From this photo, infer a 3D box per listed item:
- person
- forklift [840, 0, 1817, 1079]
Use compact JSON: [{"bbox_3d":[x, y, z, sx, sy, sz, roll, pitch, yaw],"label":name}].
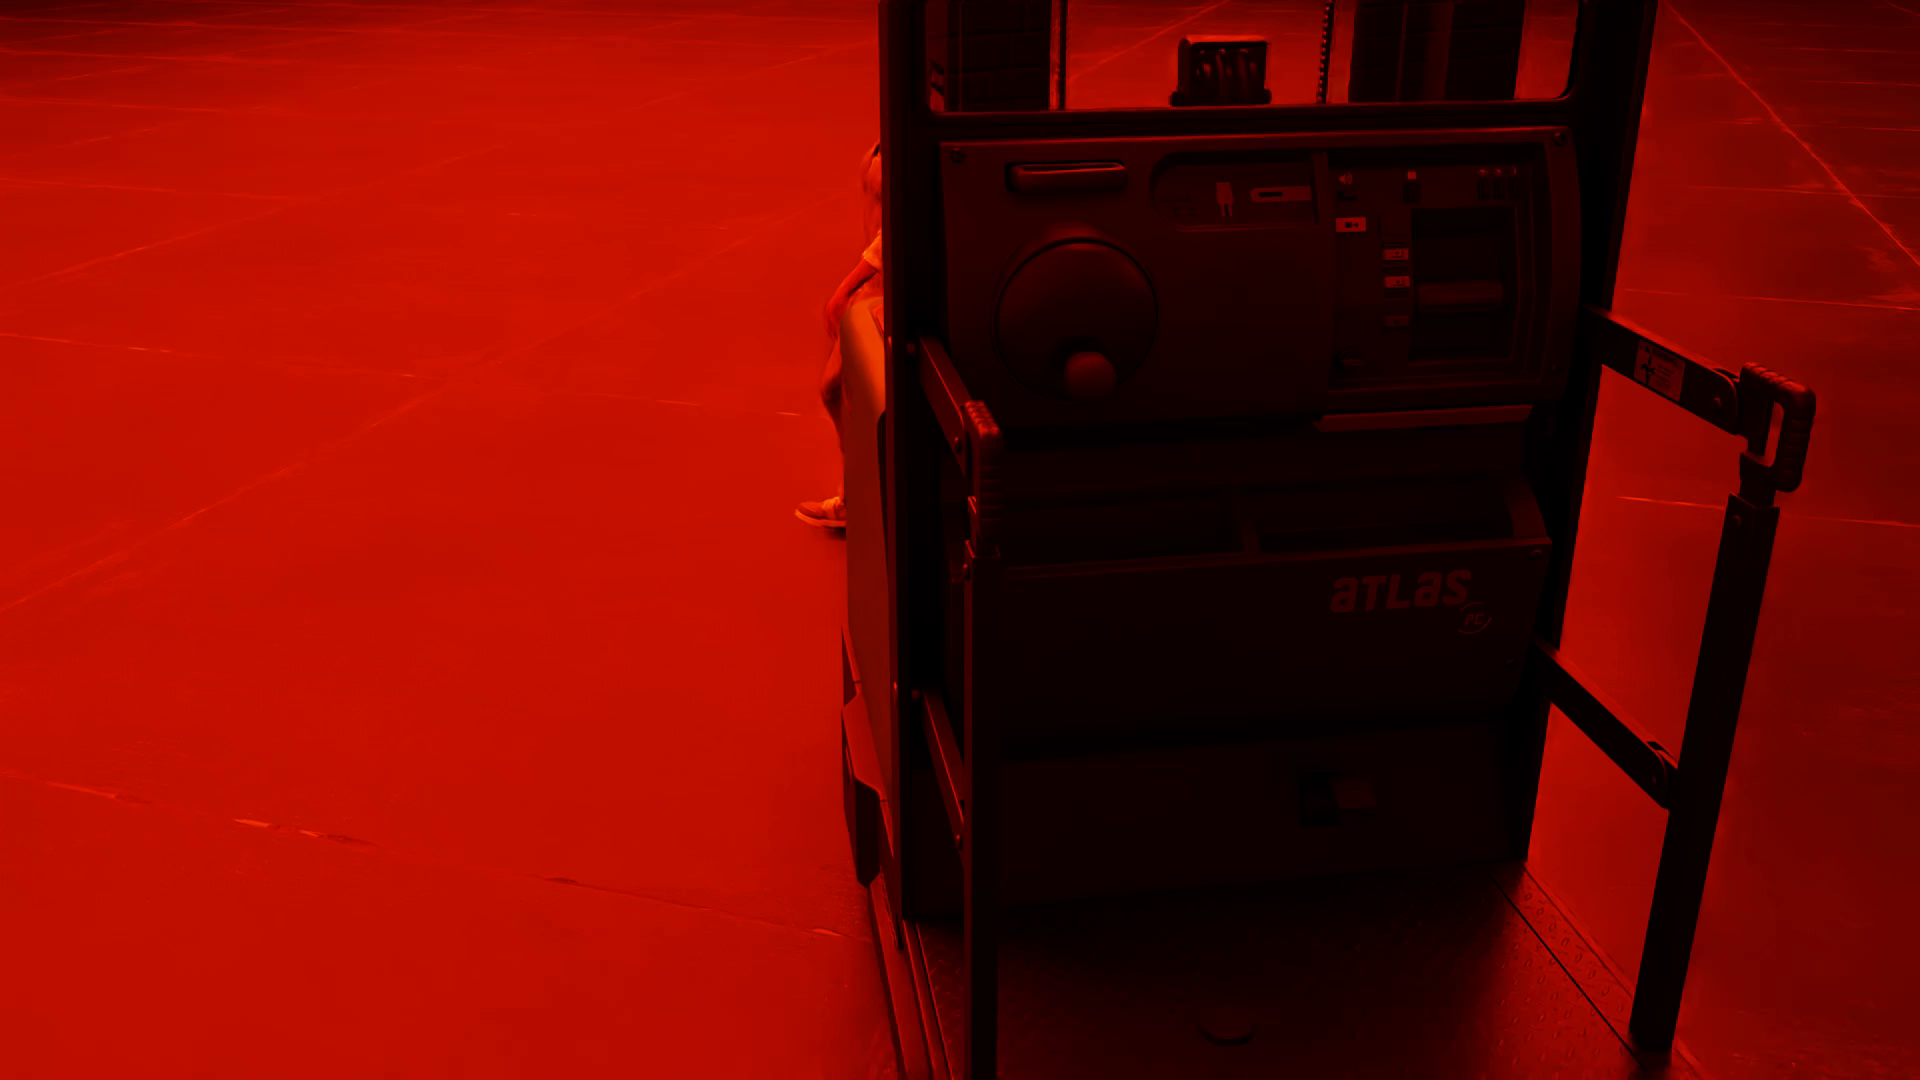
[{"bbox_3d":[-0.162,-0.706,4.810,0.586,1.553,0.528,-9,24,-21],"label":"person"},{"bbox_3d":[0.472,-0.366,2.165,1.130,2.935,3.031,-4,23,-8],"label":"forklift"}]
